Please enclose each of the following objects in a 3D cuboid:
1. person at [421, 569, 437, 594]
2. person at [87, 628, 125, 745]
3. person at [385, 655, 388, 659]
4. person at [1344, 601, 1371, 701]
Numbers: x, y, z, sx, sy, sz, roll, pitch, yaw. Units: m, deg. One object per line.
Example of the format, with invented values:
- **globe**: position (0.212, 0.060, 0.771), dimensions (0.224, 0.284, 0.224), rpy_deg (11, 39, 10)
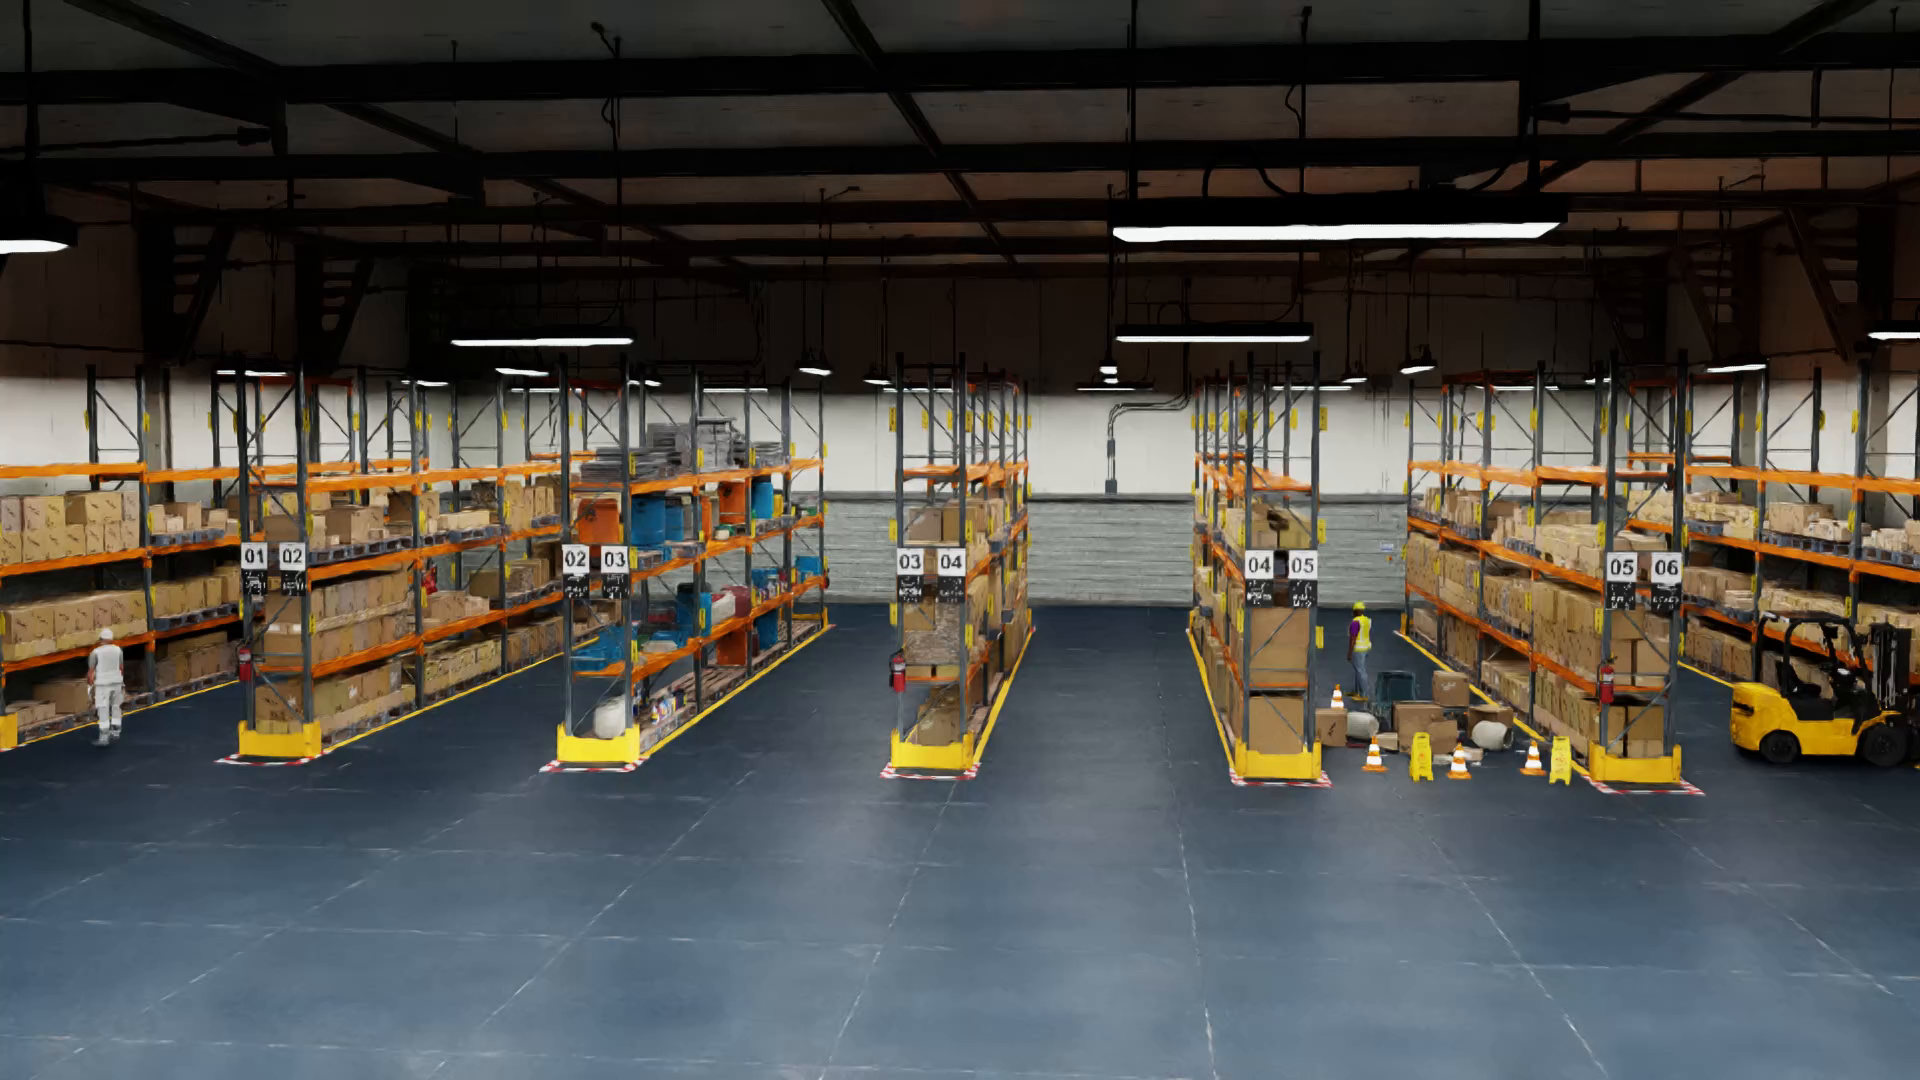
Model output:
- **person**: position (-12.134, 1.480, 37.788), dimensions (0.554, 1.666, 1.040), rpy_deg (0, 4, 4)
- **person**: position (-13.296, 2.258, 25.845), dimensions (0.488, 1.787, 0.608), rpy_deg (3, 5, 35)
- **person**: position (-11.851, 1.679, 34.202), dimensions (0.492, 1.767, 0.626), rpy_deg (-2, 4, -21)
- **person**: position (7.159, 1.976, 29.965), dimensions (0.580, 1.763, 0.673), rpy_deg (3, 5, 36)
